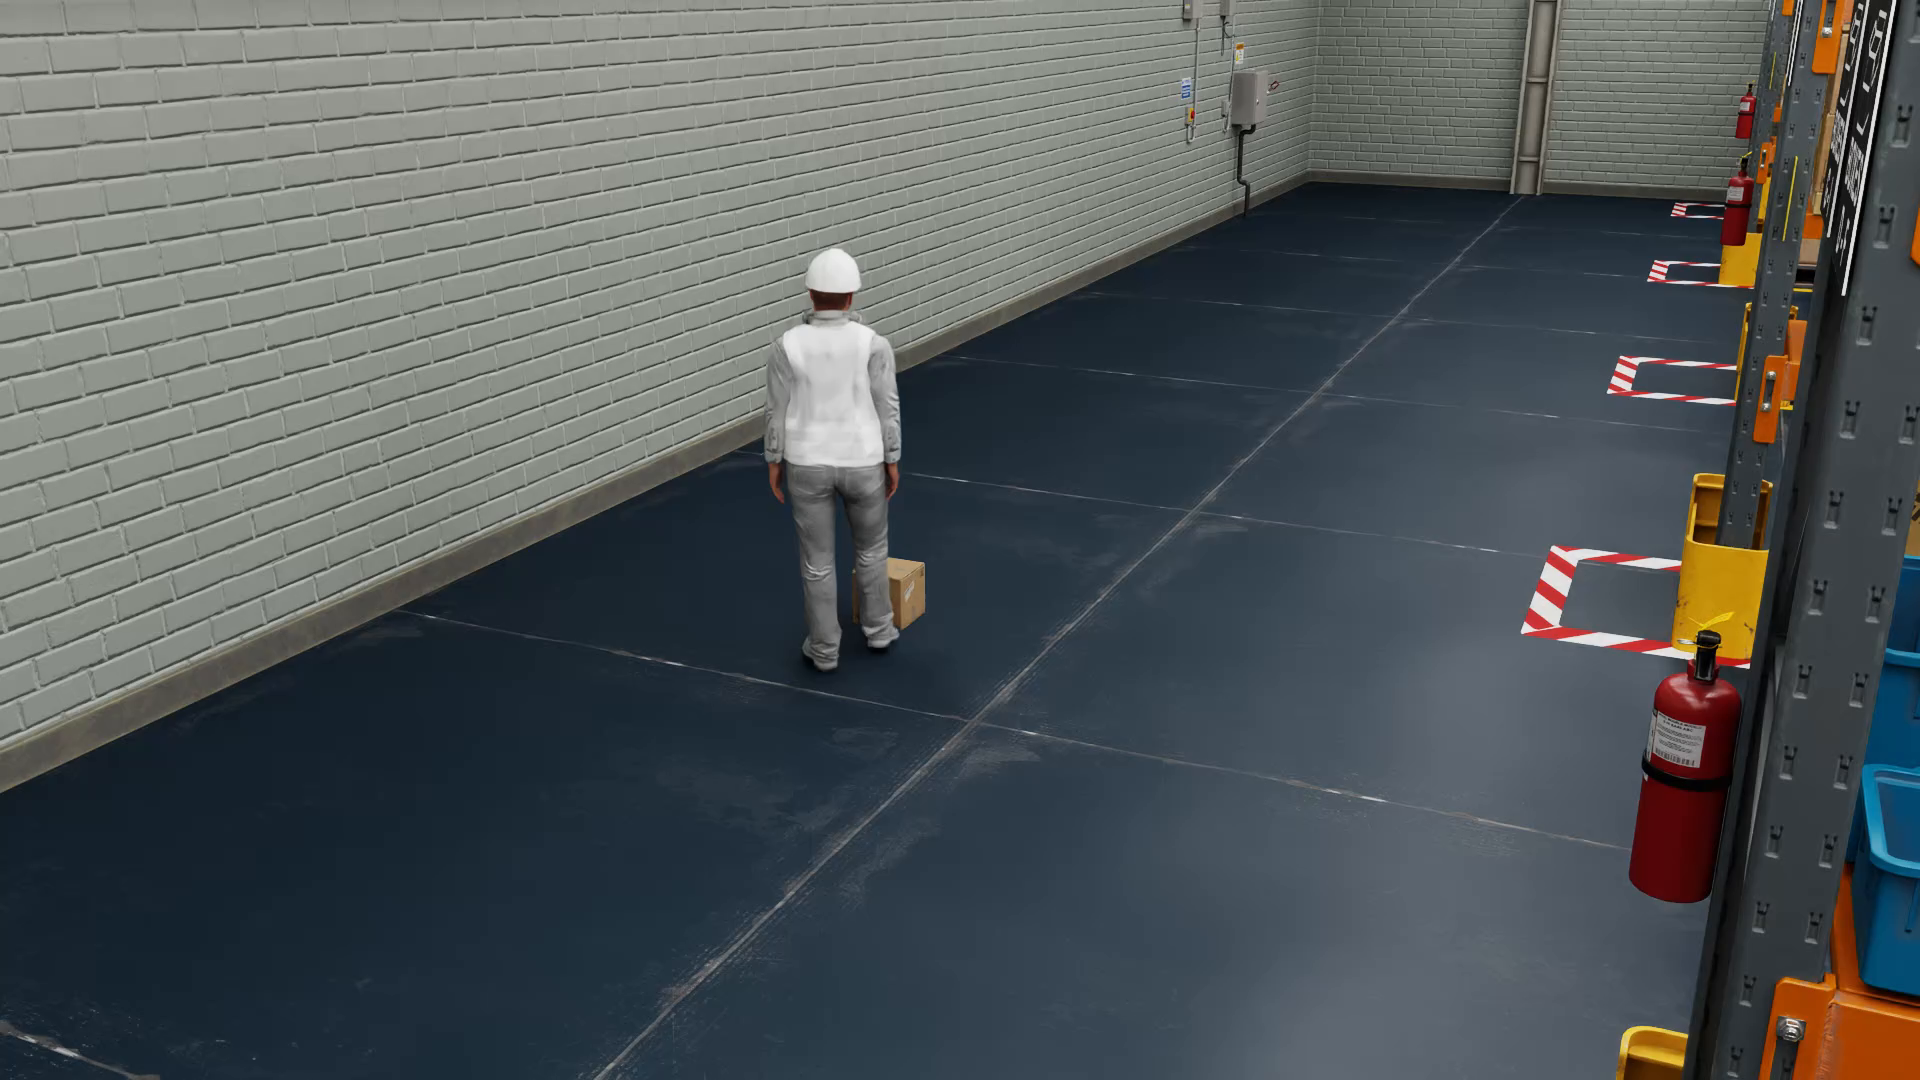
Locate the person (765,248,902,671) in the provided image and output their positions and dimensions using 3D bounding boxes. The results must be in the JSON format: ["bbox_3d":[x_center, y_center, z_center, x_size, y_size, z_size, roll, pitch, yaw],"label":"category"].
[{"bbox_3d":[-0.531,-0.345,7.035,0.571,1.791,0.529,-1,19,-2],"label":"person"}]
